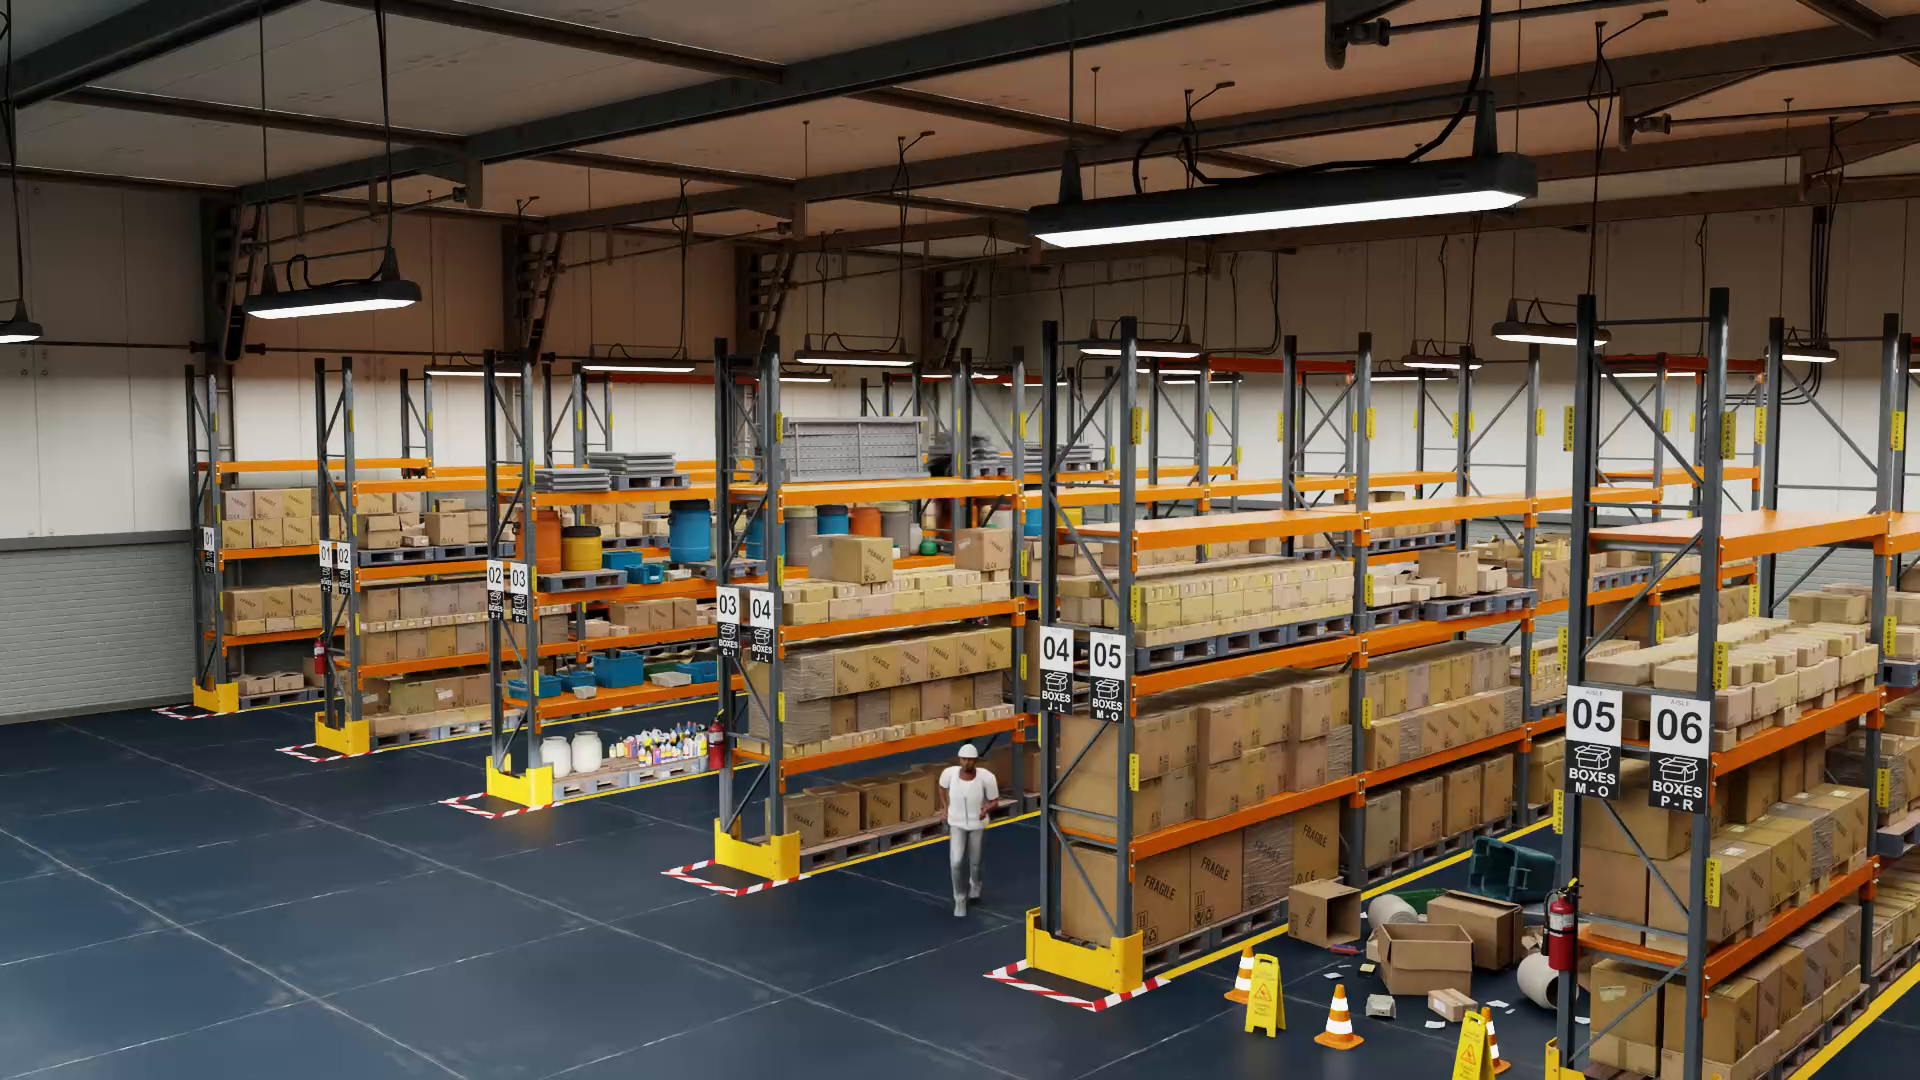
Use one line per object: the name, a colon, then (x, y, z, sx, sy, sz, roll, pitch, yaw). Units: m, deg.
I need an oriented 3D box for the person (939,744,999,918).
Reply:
person: (0.091, 2.992, 17.233, 0.627, 1.813, 0.864, 0, 4, 1)
